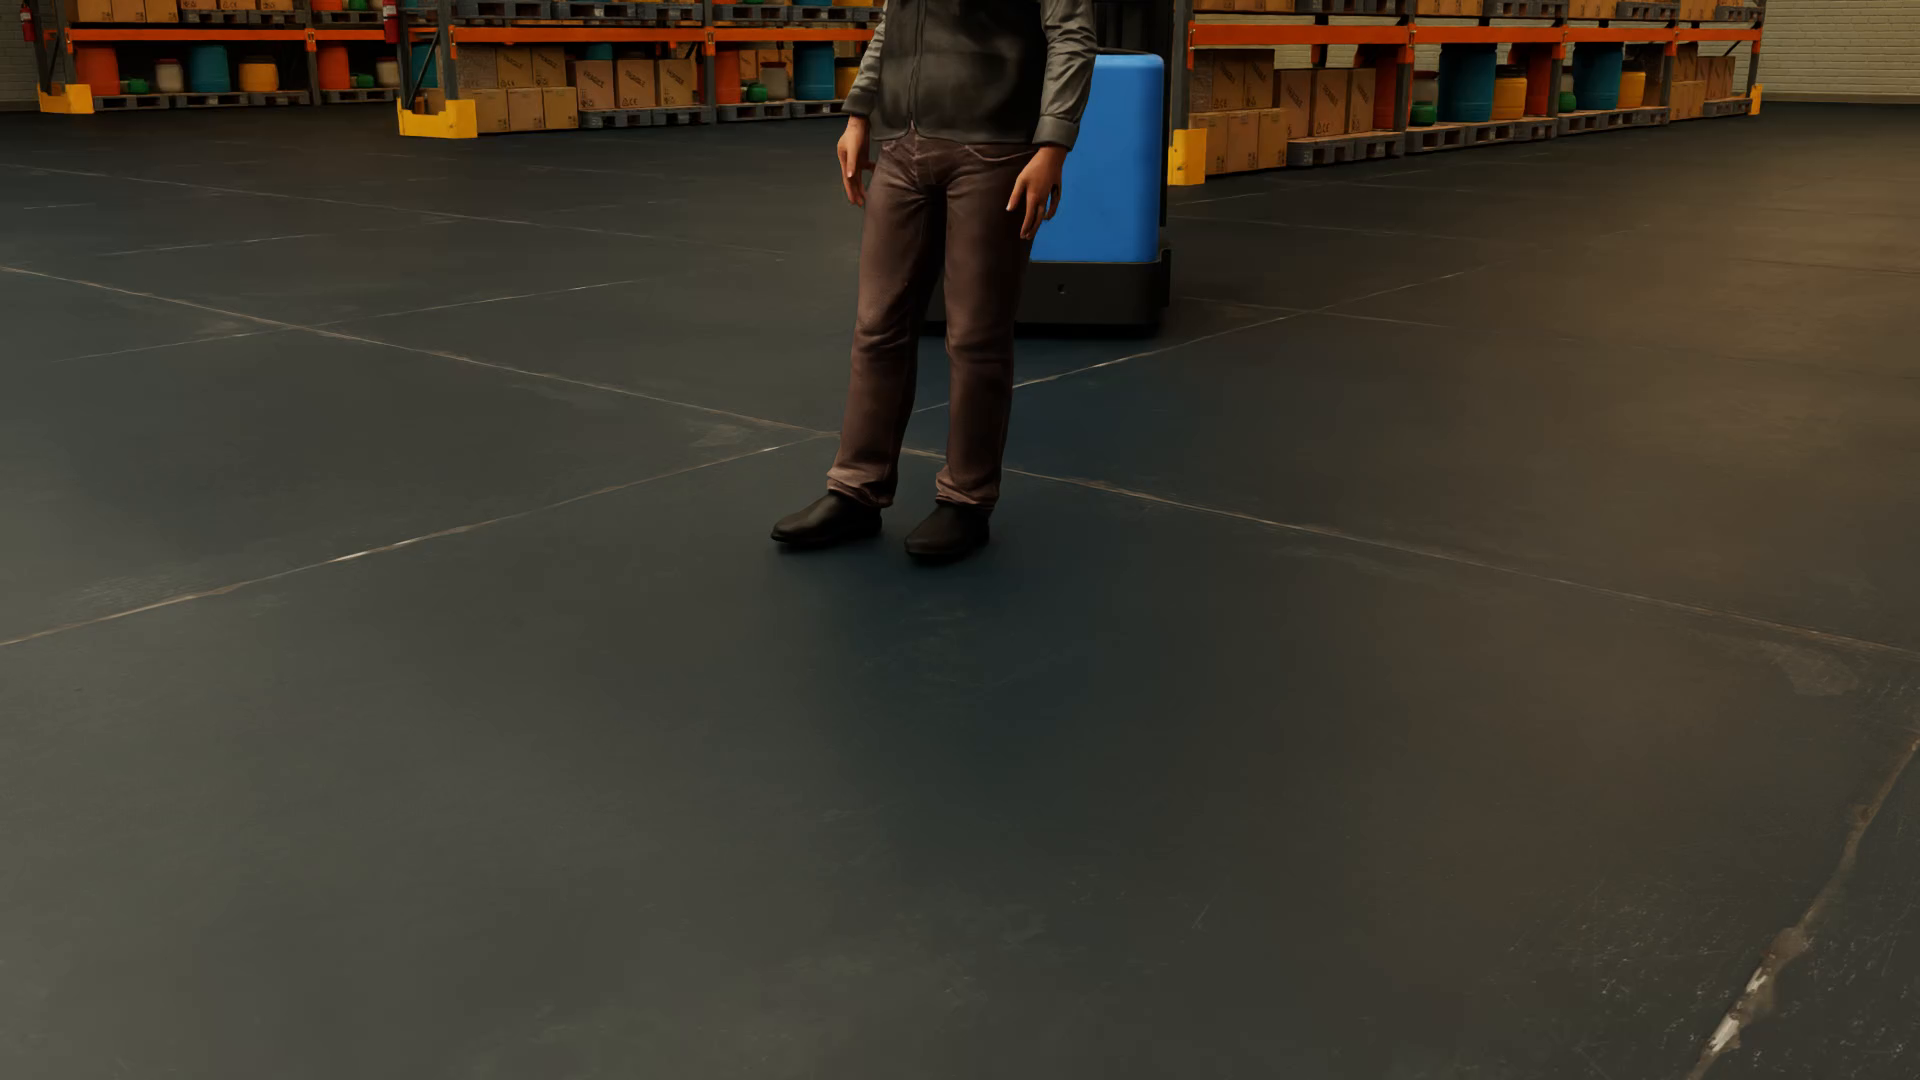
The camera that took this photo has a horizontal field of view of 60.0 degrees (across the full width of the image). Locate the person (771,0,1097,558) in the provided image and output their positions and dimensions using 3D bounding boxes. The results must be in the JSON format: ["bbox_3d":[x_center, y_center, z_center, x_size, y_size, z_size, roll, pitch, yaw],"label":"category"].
[{"bbox_3d":[-0.046,-0.818,3.648,0.633,1.722,0.566,13,21,37],"label":"person"}]

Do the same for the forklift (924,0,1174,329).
[{"bbox_3d":[0.427,-2.615,7.508,1.130,2.935,3.031,2,17,7],"label":"forklift"}]
